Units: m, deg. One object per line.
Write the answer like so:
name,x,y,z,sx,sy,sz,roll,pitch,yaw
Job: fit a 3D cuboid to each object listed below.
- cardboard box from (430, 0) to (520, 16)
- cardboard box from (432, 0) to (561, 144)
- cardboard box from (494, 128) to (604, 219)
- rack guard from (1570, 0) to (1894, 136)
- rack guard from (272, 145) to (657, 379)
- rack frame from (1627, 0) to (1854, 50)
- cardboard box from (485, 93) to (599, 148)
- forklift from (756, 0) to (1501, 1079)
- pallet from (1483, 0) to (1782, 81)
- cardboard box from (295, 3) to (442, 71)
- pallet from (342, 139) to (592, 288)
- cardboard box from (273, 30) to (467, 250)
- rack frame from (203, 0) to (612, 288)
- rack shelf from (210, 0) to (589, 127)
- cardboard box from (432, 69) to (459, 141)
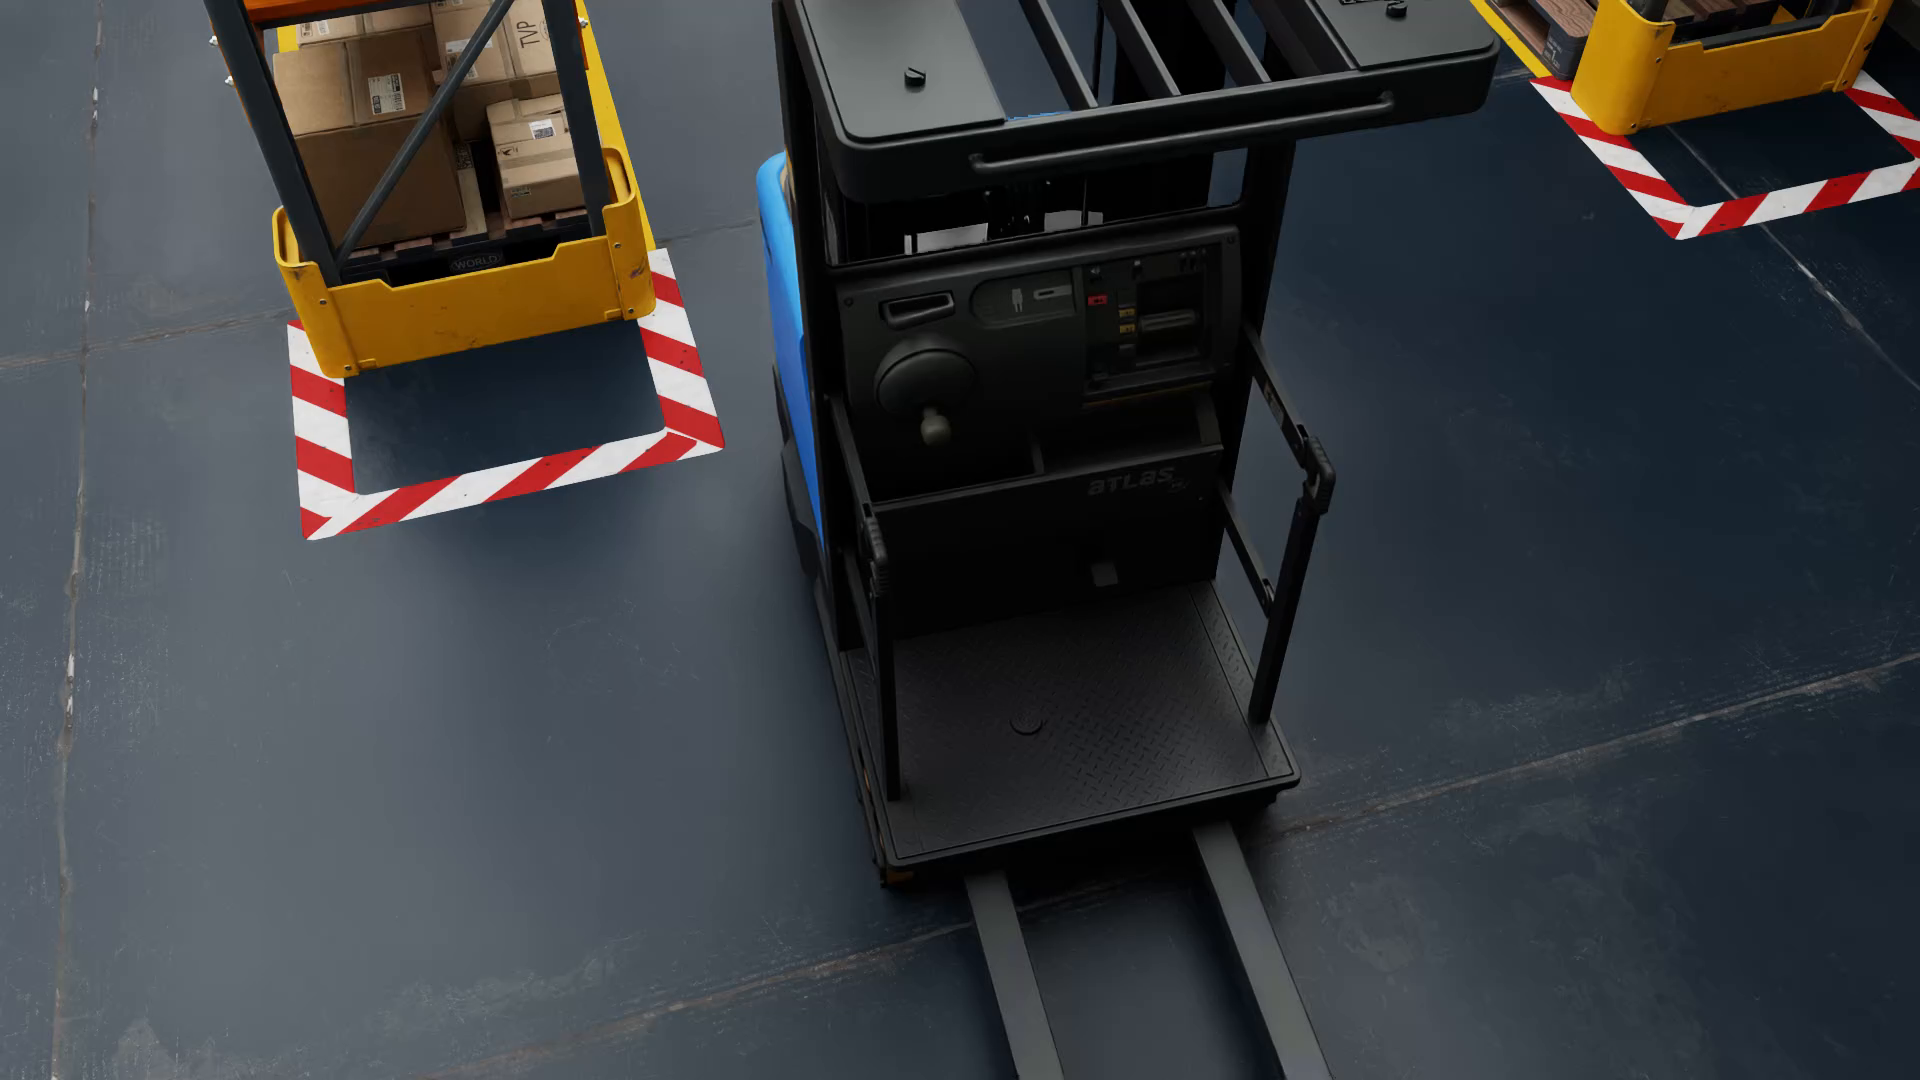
cardboard box,-1.844,-2.158,6.618,0.500,0.250,0.500,-13,51,-11
cardboard box,-1.696,-1.793,6.310,0.500,0.250,0.500,-13,51,-11
cardboard box,-1.454,-1.318,5.976,0.380,0.149,0.250,-13,51,-11
rack guard,3.079,-2.011,6.618,1.175,0.500,0.348,-13,51,-11
rack guard,-1.681,-0.961,5.733,1.175,0.500,0.348,-13,51,-11
rack frame,3.072,-2.834,5.677,1.000,3.000,0.127,-13,51,-11
cardboard box,-1.528,-1.506,6.123,0.380,0.166,0.250,-13,51,-11
forklift,0.243,-0.357,3.634,1.130,2.935,3.031,-11,51,-9
pallet,2.761,-2.501,7.221,1.003,0.211,1.213,-13,51,-11
cardboard box,-2.307,-2.009,6.492,0.500,0.250,0.500,-13,51,-11
pallet,-1.918,-1.450,6.334,1.003,0.211,1.213,-13,51,-11
cardboard box,-2.055,-1.389,5.806,0.500,0.500,0.500,-13,51,-11
rack frame,-1.659,-1.711,4.731,1.000,3.000,0.127,-13,51,-11
rack shelf,-2.250,-2.940,6.237,1.077,0.370,4.000,-13,51,-11
cardboard box,-2.089,-1.597,6.200,0.380,0.166,0.250,-13,51,-11
